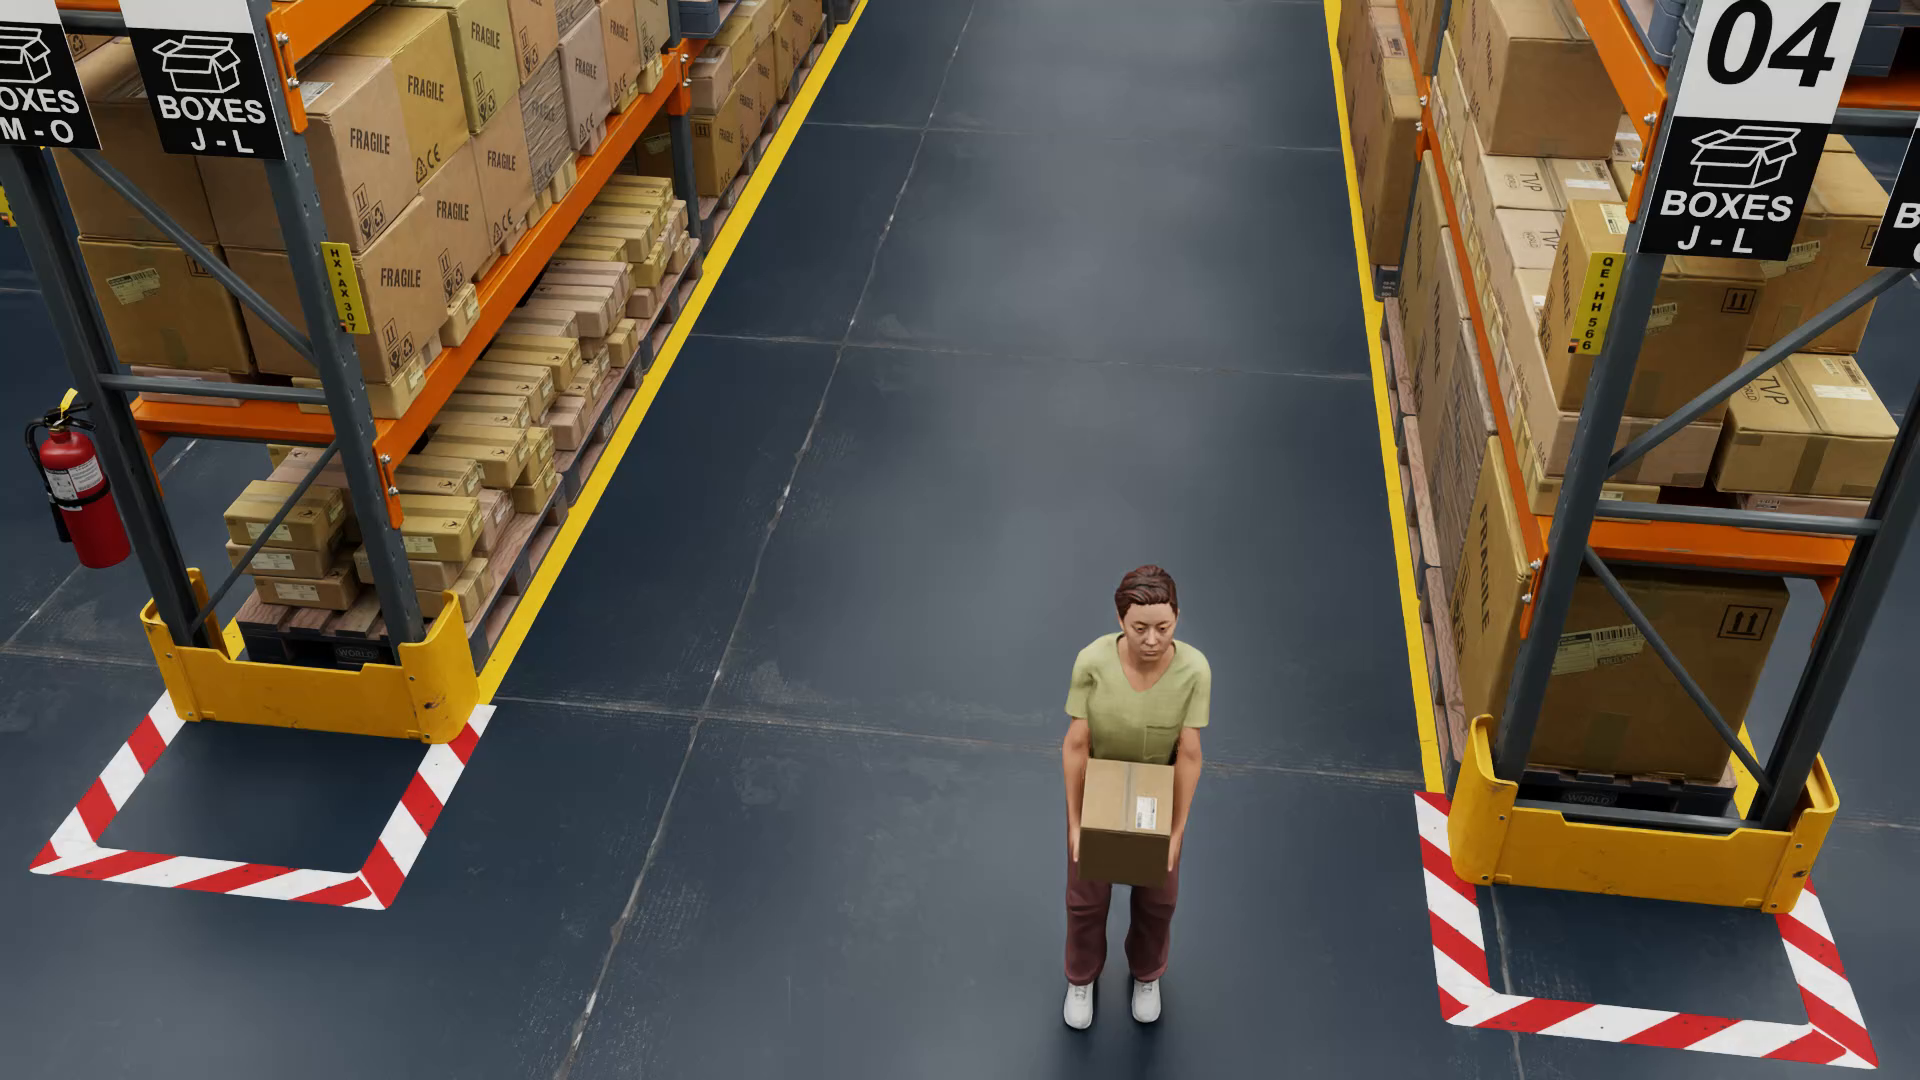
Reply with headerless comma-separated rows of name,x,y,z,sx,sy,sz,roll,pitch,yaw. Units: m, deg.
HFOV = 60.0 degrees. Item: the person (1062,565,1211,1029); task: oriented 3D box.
person,0.506,0.838,5.016,0.421,1.667,0.548,5,37,6
